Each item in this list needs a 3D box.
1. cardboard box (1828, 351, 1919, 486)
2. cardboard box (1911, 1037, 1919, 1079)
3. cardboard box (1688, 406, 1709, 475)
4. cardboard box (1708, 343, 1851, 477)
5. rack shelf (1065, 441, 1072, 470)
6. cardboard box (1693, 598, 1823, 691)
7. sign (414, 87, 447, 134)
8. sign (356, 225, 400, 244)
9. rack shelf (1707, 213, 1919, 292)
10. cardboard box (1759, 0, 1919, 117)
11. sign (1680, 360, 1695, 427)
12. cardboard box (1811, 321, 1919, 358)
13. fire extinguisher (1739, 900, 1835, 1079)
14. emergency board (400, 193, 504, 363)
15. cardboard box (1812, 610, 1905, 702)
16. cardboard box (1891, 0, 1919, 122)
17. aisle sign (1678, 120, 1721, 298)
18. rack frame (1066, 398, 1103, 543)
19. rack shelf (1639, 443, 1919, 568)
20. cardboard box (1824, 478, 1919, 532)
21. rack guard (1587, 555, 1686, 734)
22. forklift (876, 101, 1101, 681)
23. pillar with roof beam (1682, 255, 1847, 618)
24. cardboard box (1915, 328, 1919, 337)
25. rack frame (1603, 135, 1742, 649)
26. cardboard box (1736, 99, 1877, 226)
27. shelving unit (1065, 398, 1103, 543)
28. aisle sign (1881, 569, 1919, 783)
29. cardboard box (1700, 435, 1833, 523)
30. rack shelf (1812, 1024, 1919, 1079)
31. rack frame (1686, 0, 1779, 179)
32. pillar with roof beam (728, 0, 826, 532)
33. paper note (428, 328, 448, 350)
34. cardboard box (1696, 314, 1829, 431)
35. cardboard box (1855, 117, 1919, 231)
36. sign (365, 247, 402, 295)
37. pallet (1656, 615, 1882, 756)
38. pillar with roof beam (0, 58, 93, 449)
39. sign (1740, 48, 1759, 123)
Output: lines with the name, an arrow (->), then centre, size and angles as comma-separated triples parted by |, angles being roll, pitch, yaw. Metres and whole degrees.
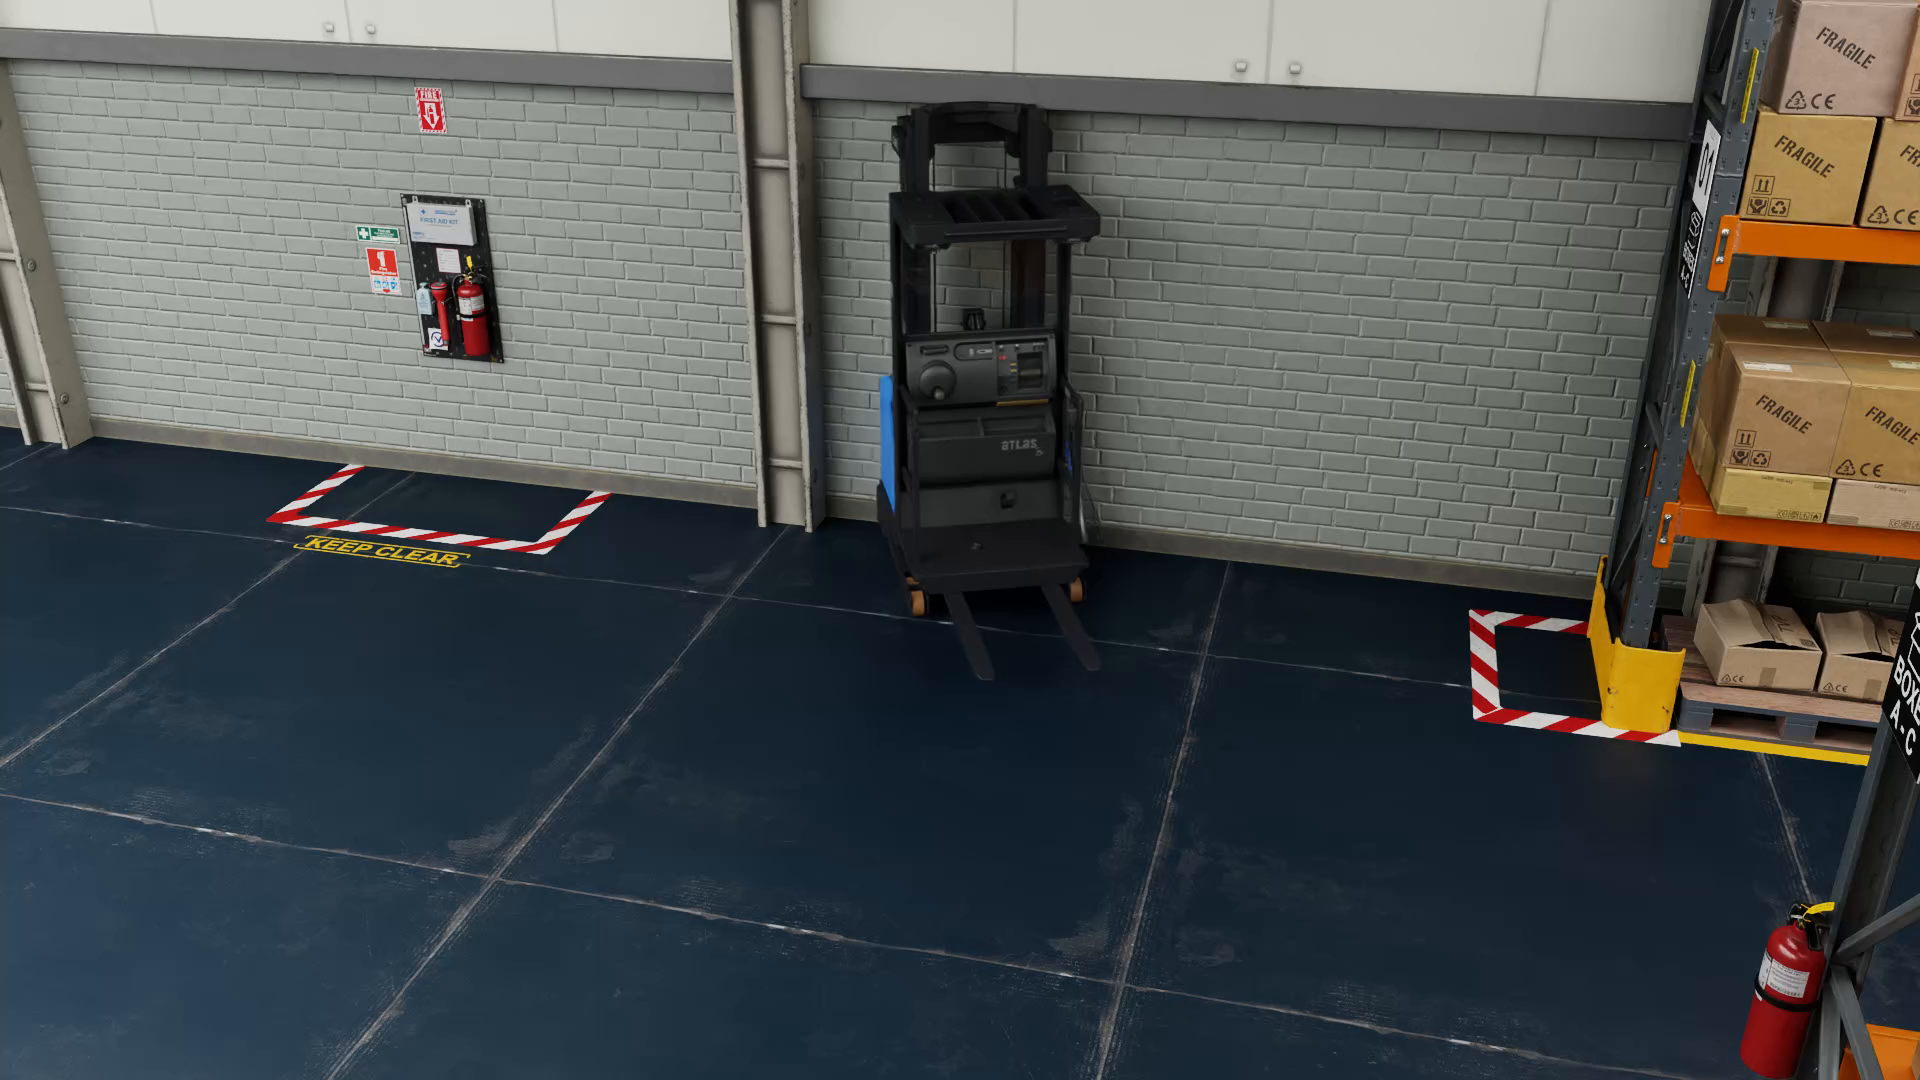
cardboard box -> 4.623, -0.611, 8.322 | 0.500, 0.500, 0.500 | 6, 26, 13
cardboard box -> 2.978, 1.509, 4.475 | 0.500, 0.500, 0.700 | 6, 26, 13
cardboard box -> 4.260, -0.536, 9.038 | 0.500, 0.250, 0.500 | 7, 26, 14
cardboard box -> 4.147, -0.668, 8.442 | 0.500, 0.500, 0.500 | 6, 26, 13
rack shelf -> 0.301, -0.476, 11.039 | 1.000, 0.185, 0.538 | -9, 0, 16
cardboard box -> 4.407, 0.563, 9.195 | 0.500, 0.311, 0.500 | 3, 26, 7
sign -> -3.525, -2.861, 11.073 | 0.199, 0.298, 0.001 | 6, 26, 13
sign -> -4.050, -2.125, 11.567 | 0.331, 0.109, 0.001 | 6, 26, 13
rack shelf -> 5.696, -1.380, 8.006 | 4.000, 0.370, 1.077 | 6, 26, 13
cardboard box -> 4.072, -2.282, 7.761 | 0.500, 0.500, 0.500 | 4, 26, 9
sign -> 3.624, -0.729, 8.285 | 0.005, 0.325, 0.100 | 6, 26, 13
cardboard box -> 4.754, -0.824, 8.770 | 0.500, 0.500, 0.500 | 7, 26, 14
fire extinguisher -> 2.530, 1.327, 5.062 | 0.183, 0.674, 0.296 | 6, 26, 13
emergency board -> -3.542, -1.772, 11.483 | 0.643, 1.169, 0.194 | 6, 26, 13
cardboard box -> 4.959, 0.624, 9.066 | 0.500, 0.311, 0.500 | 9, 27, 17
cardboard box -> 4.545, -2.207, 7.604 | 0.500, 0.500, 0.500 | 6, 26, 12
aisle sign -> 3.615, -1.621, 8.141 | 0.004, 0.787, 0.394 | 6, 26, 13
rack frame -> 0.755, -0.731, 10.897 | 0.032, 1.500, 0.500 | -9, 0, 16
rack shelf -> 5.696, -0.025, 8.650 | 4.000, 0.370, 1.077 | 6, 26, 13
cardboard box -> 4.659, -0.271, 8.482 | 0.500, 0.250, 0.500 | 5, 26, 11
rack guard -> 3.833, 0.573, 9.466 | 0.348, 0.500, 1.175 | 6, 26, 13
forklift -> 0.173, -1.019, 9.980 | 1.130, 2.935, 3.031 | -5, 26, -10
pillar with roof beam -> 3.580, -1.766, 4.490 | 0.400, 9.000, 9.100 | 6, 26, 13
cardboard box -> 5.256, -0.771, 8.658 | 0.500, 0.500, 0.500 | 6, 26, 12
rack frame -> 3.759, -0.564, 8.946 | 0.127, 3.000, 1.000 | 6, 26, 13
cardboard box -> 4.021, -1.833, 7.981 | 0.500, 0.500, 0.500 | 7, 26, 14
shelving unit -> 0.273, -0.654, 11.041 | 1.048, 1.500, 0.538 | -9, 0, 16
aisle sign -> 2.539, 0.195, 4.326 | 0.004, 0.787, 0.394 | 6, 26, 13
cardboard box -> 4.153, -0.321, 8.586 | 0.500, 0.250, 0.500 | 6, 26, 11
rack shelf -> 4.466, 2.037, 4.318 | 4.000, 0.370, 1.077 | 6, 26, 13
rack frame -> 3.759, -3.273, 7.656 | 0.127, 3.000, 1.000 | 6, 26, 13
pillar with roof beam -> -2.230, -2.408, 5.840 | 0.400, 9.000, 9.100 | 6, 26, 13
paper note -> -3.696, -1.422, 11.772 | 0.142, 0.148, 0.016 | 6, 26, 13
cardboard box -> 4.269, -0.882, 8.892 | 0.500, 0.500, 0.500 | 6, 26, 12
cardboard box -> 4.532, -1.760, 7.829 | 0.500, 0.500, 0.500 | 8, 27, 16
sign -> -4.052, -1.890, 11.690 | 0.234, 0.329, 0.001 | 6, 26, 13
pallet -> 4.611, 0.805, 9.314 | 1.213, 0.211, 1.003 | 6, 26, 13
pillar with roof beam -> -8.041, -3.051, 7.189 | 0.400, 9.000, 9.100 | 6, 26, 13
sign -> 3.624, -2.087, 7.638 | 0.005, 0.325, 0.100 | 6, 26, 13
